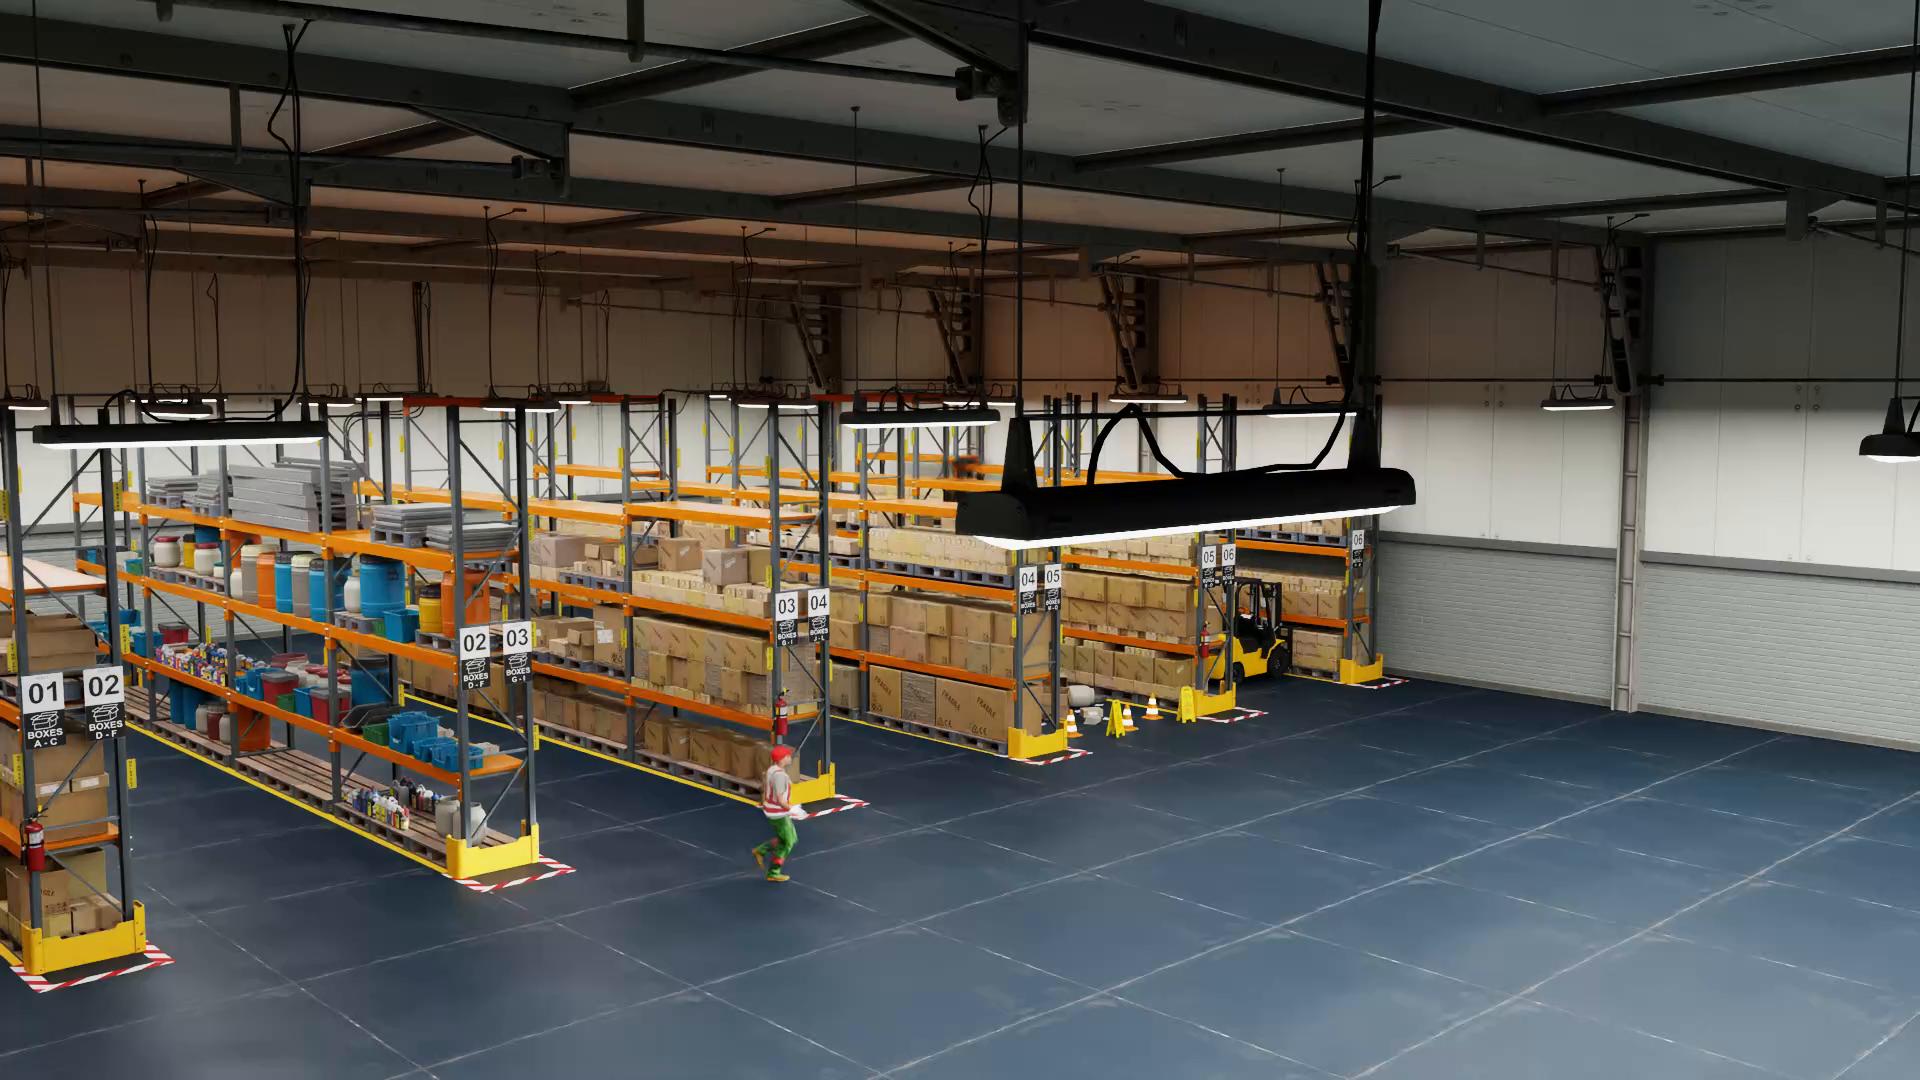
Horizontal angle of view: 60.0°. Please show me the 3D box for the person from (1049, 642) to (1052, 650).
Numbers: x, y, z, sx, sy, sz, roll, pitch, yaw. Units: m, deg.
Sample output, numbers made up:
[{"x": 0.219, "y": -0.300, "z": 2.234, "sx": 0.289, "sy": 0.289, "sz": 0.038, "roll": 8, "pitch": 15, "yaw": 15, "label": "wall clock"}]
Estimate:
[{"x": 1.853, "y": 1.869, "z": 37.927, "sx": 0.574, "sy": 1.626, "sz": 0.587, "roll": -5, "pitch": 7, "yaw": -41, "label": "person"}]

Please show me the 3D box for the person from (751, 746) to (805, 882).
[{"x": -2.302, "y": 3.447, "z": 20.973, "sx": 0.641, "sy": 1.730, "sz": 0.658, "roll": -2, "pitch": 6, "yaw": -16, "label": "person"}]
